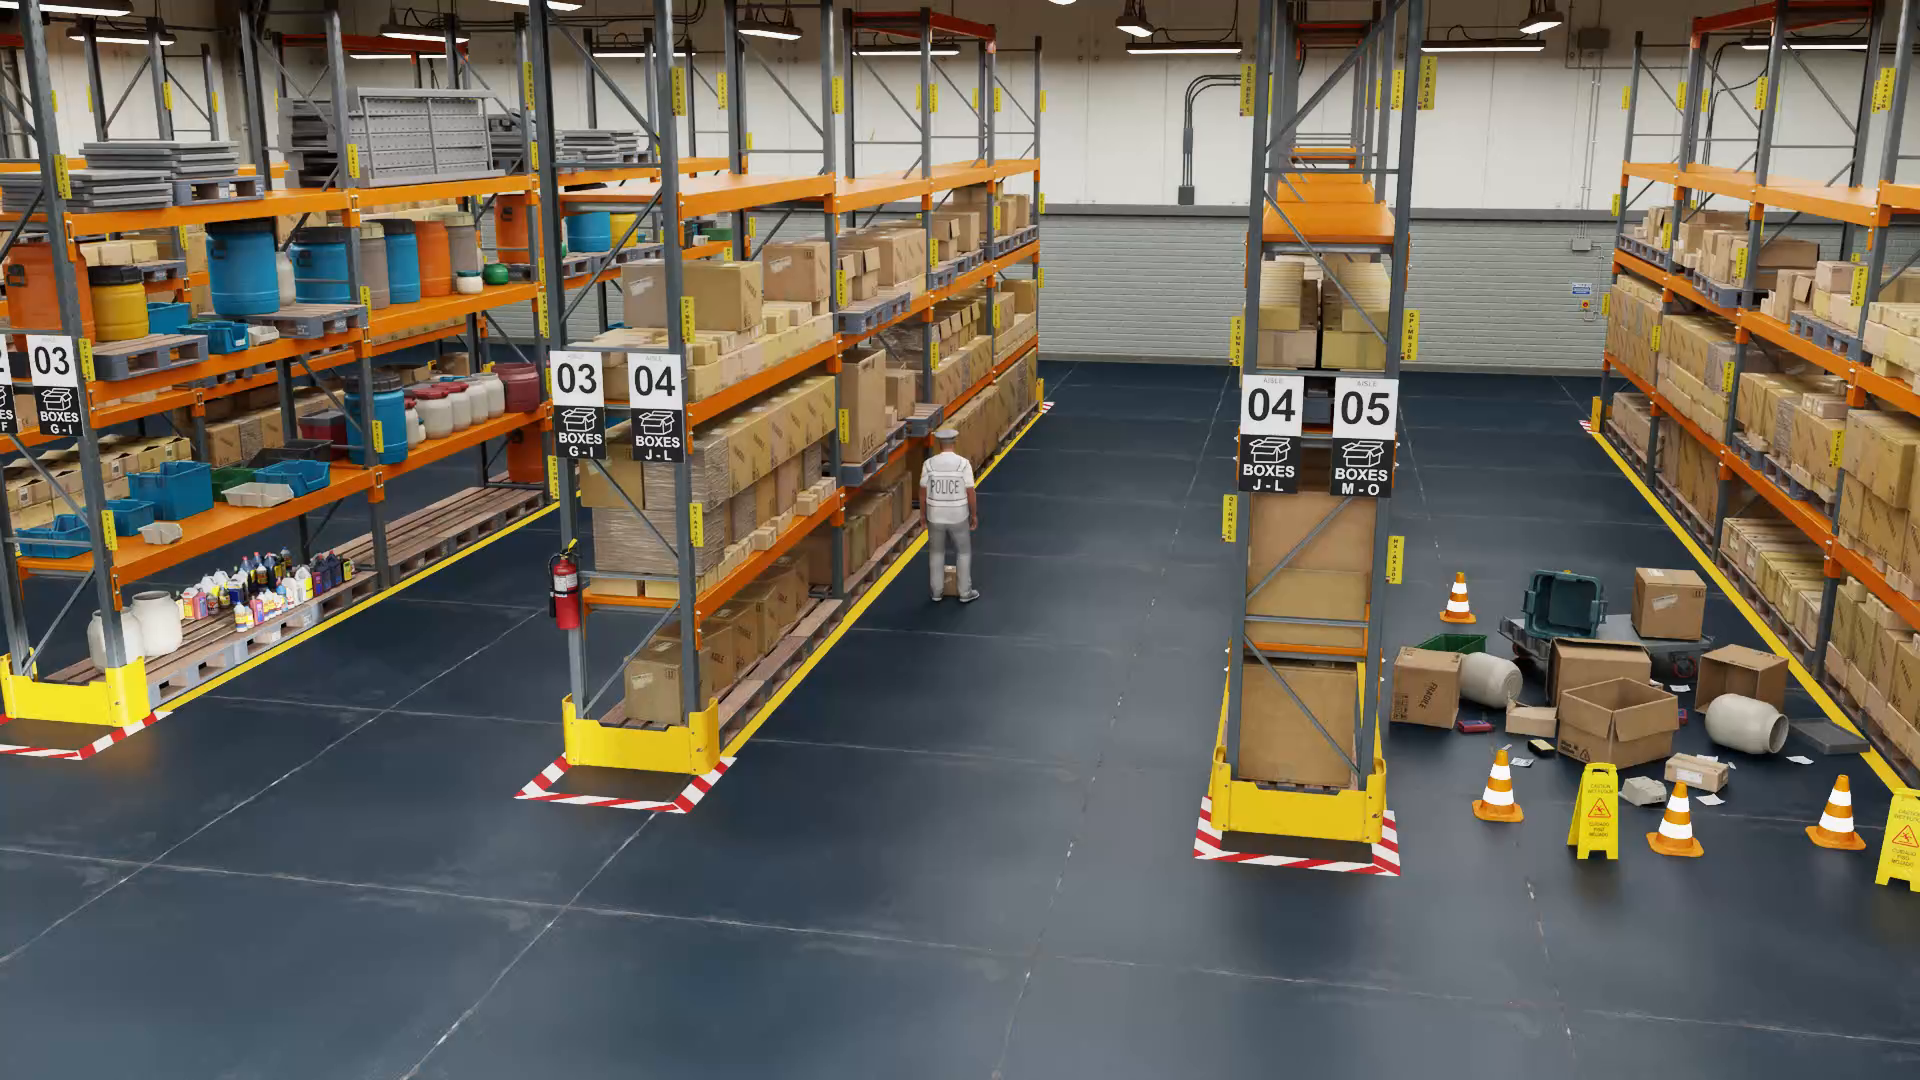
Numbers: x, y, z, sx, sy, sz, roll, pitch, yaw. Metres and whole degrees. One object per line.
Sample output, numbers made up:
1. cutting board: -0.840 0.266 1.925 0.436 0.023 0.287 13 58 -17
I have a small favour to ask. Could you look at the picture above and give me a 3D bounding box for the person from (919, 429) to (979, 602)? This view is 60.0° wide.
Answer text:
1. person: -0.120 -0.235 16.899 0.597 1.748 0.432 2 15 10
